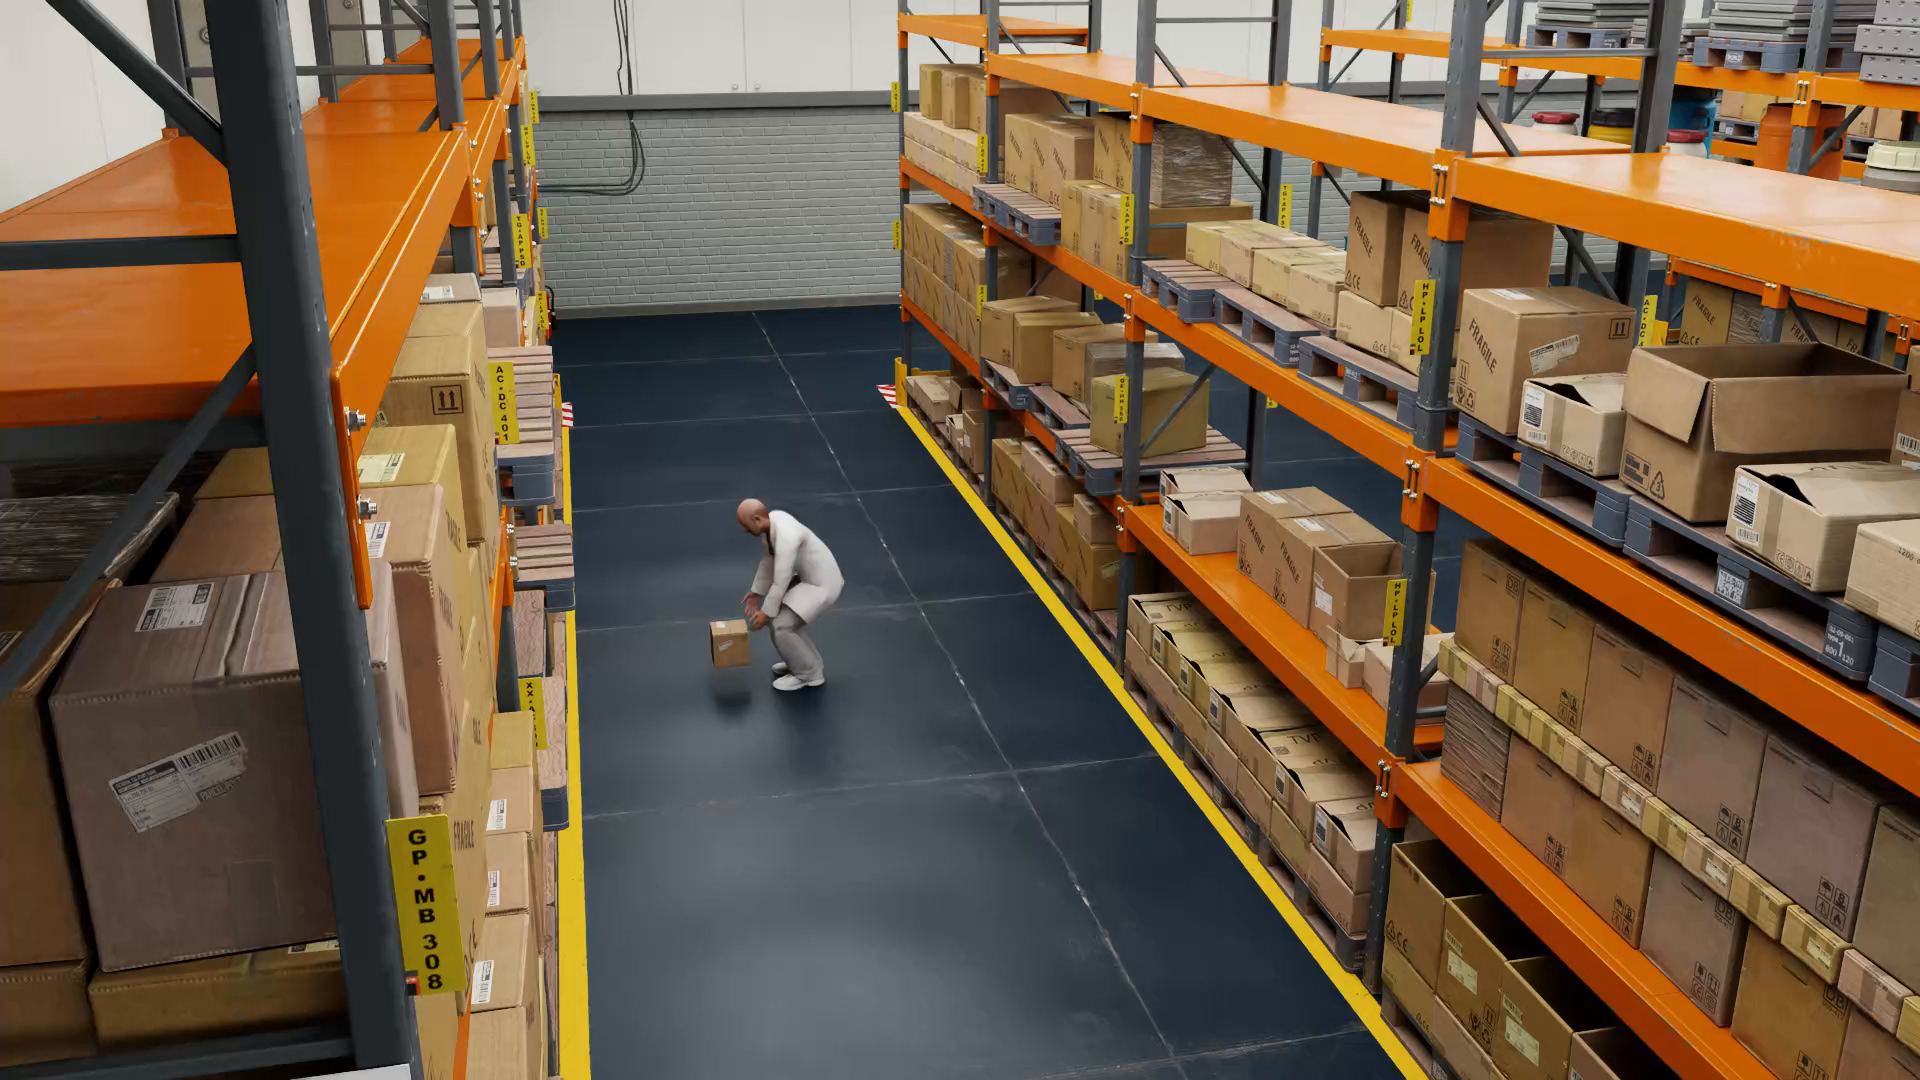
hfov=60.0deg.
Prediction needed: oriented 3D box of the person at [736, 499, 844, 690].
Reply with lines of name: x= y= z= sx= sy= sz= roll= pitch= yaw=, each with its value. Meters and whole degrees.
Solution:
person: x=-1.175 y=0.360 z=11.669 sx=0.734 sy=1.382 sz=0.632 roll=-4 pitch=20 yaw=-12
